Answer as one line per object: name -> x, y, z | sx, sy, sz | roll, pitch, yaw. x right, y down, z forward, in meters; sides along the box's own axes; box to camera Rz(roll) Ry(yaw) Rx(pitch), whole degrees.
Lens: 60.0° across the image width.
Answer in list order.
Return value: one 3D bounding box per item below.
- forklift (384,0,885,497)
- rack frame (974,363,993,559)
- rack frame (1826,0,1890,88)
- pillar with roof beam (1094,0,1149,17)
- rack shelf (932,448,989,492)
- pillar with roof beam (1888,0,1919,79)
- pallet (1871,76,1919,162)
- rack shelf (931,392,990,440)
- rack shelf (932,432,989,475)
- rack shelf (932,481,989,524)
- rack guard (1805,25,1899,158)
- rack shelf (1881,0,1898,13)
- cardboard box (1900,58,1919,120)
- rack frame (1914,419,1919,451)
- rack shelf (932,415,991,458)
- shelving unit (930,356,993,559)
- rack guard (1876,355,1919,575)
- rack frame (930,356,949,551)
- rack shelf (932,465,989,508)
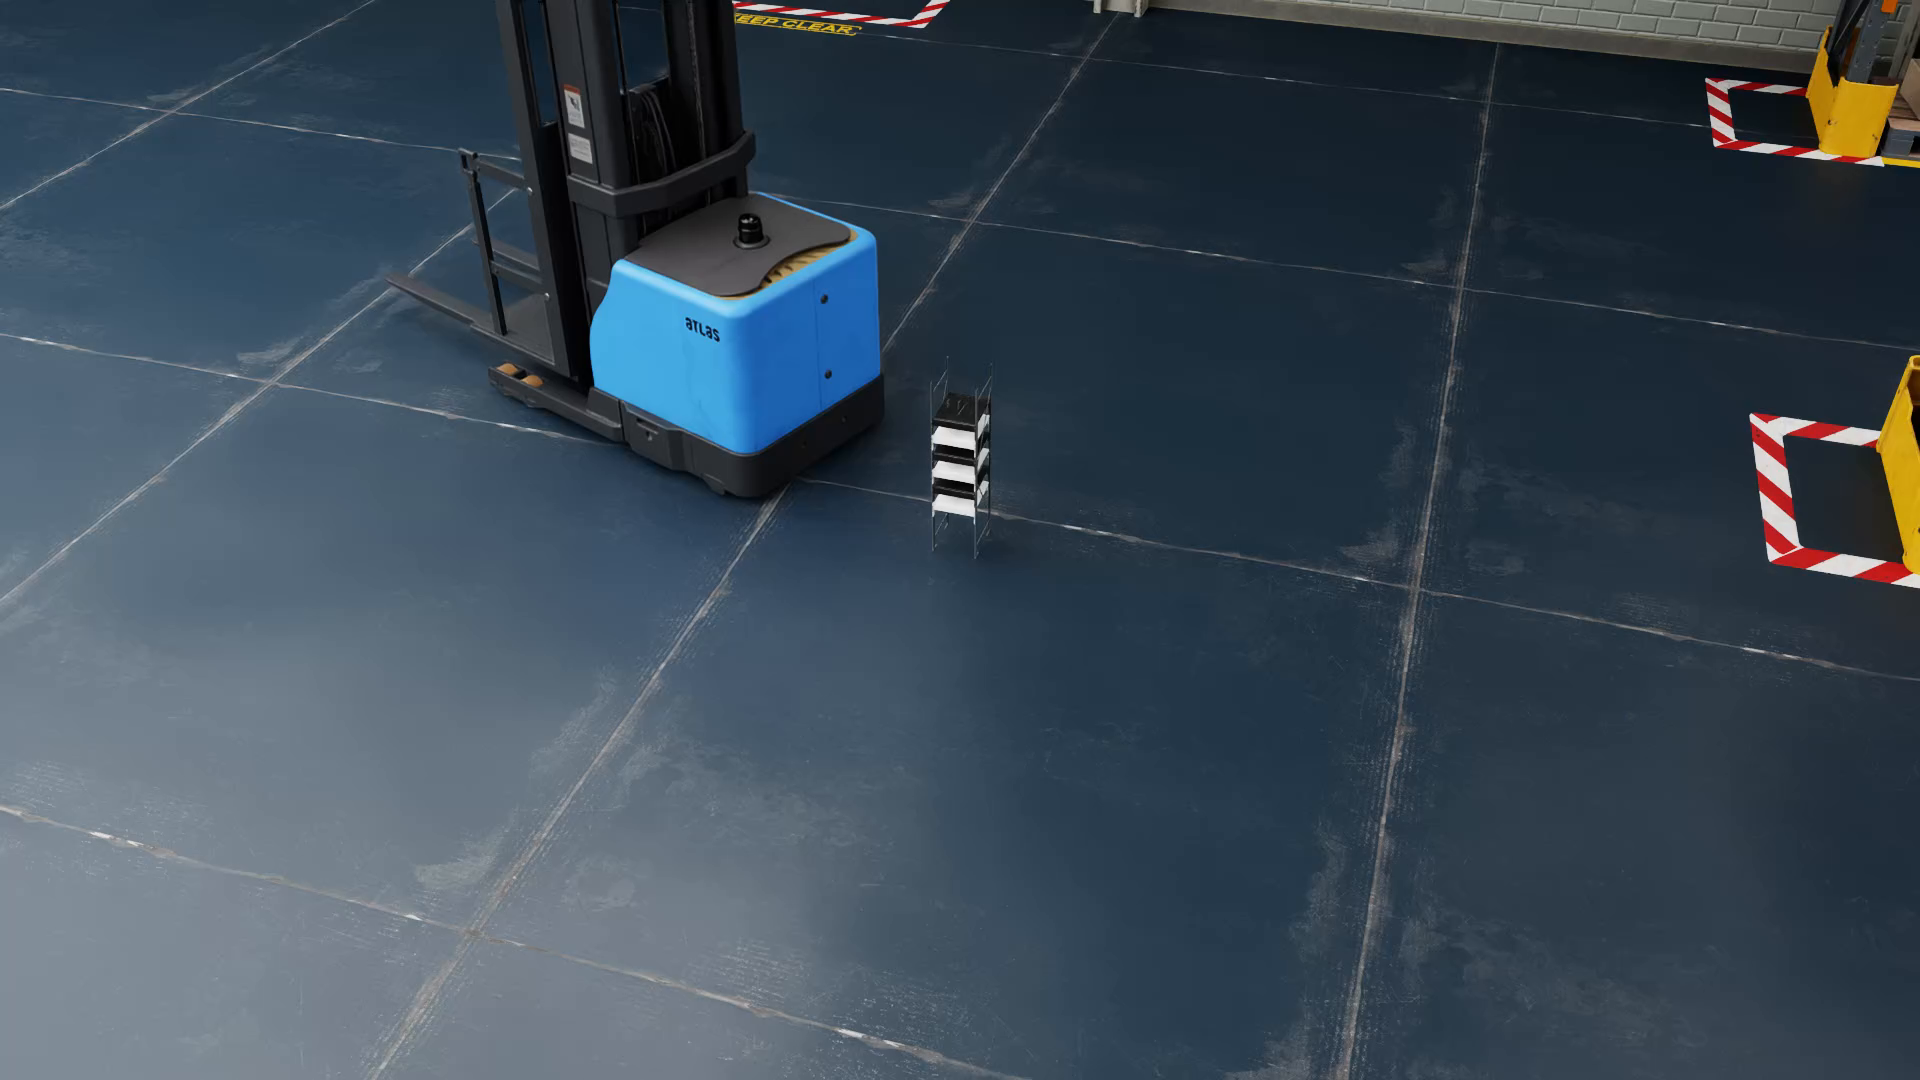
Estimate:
forklift -> -1.858, -2.094, 8.123 | 3.031, 2.935, 1.130 | 25, 43, 30
rack frame -> 0.105, -0.343, 7.457 | 0.006, 0.900, 0.240 | 10, 38, 14
rack frame -> 6.130, -4.157, 10.867 | 0.127, 3.000, 1.000 | 10, 38, 14
pillar with roof beam -> 0.045, -5.563, 7.717 | 0.400, 9.000, 9.100 | 10, 38, 14
rack shelf -> 0.008, -0.334, 7.501 | 0.200, 0.077, 0.258 | 10, 38, 14
pillar with roof beam -> 5.772, -4.503, 6.276 | 0.400, 9.000, 9.100 | 10, 38, 14
pallet -> 6.967, -2.857, 11.453 | 1.213, 0.211, 1.003 | 10, 38, 14
rack shelf -> 0.008, -0.552, 7.341 | 0.200, 0.077, 0.258 | 10, 38, 14
rack shelf -> 0.008, -0.407, 7.448 | 0.200, 0.077, 0.258 | 10, 38, 14
rack shelf -> 0.008, -0.189, 7.608 | 0.200, 0.077, 0.258 | 10, 38, 14
rack guard -> 6.202, -3.136, 11.590 | 0.348, 0.500, 1.175 | 10, 38, 14
rack shelf -> 8.039, -3.513, 10.600 | 4.000, 0.370, 1.077 | 10, 38, 14
cardboard box -> 6.763, -3.078, 11.298 | 0.500, 0.311, 0.500 | 6, 37, 9
rack frame -> 4.656, -1.353, 7.058 | 0.127, 3.000, 1.000 | 10, 38, 14
rack shelf -> 0.008, -0.479, 7.394 | 0.200, 0.077, 0.258 | 10, 38, 14
shelving unit -> 0.008, -0.361, 7.481 | 0.210, 0.900, 0.258 | 10, 38, 14
rack guard -> 4.633, -0.351, 7.805 | 0.348, 0.500, 1.175 | 10, 38, 14
rack frame -> -0.089, -0.379, 7.506 | 0.006, 0.900, 0.240 | 10, 38, 14
rack shelf -> 0.008, -0.262, 7.554 | 0.200, 0.077, 0.258 | 10, 38, 14
